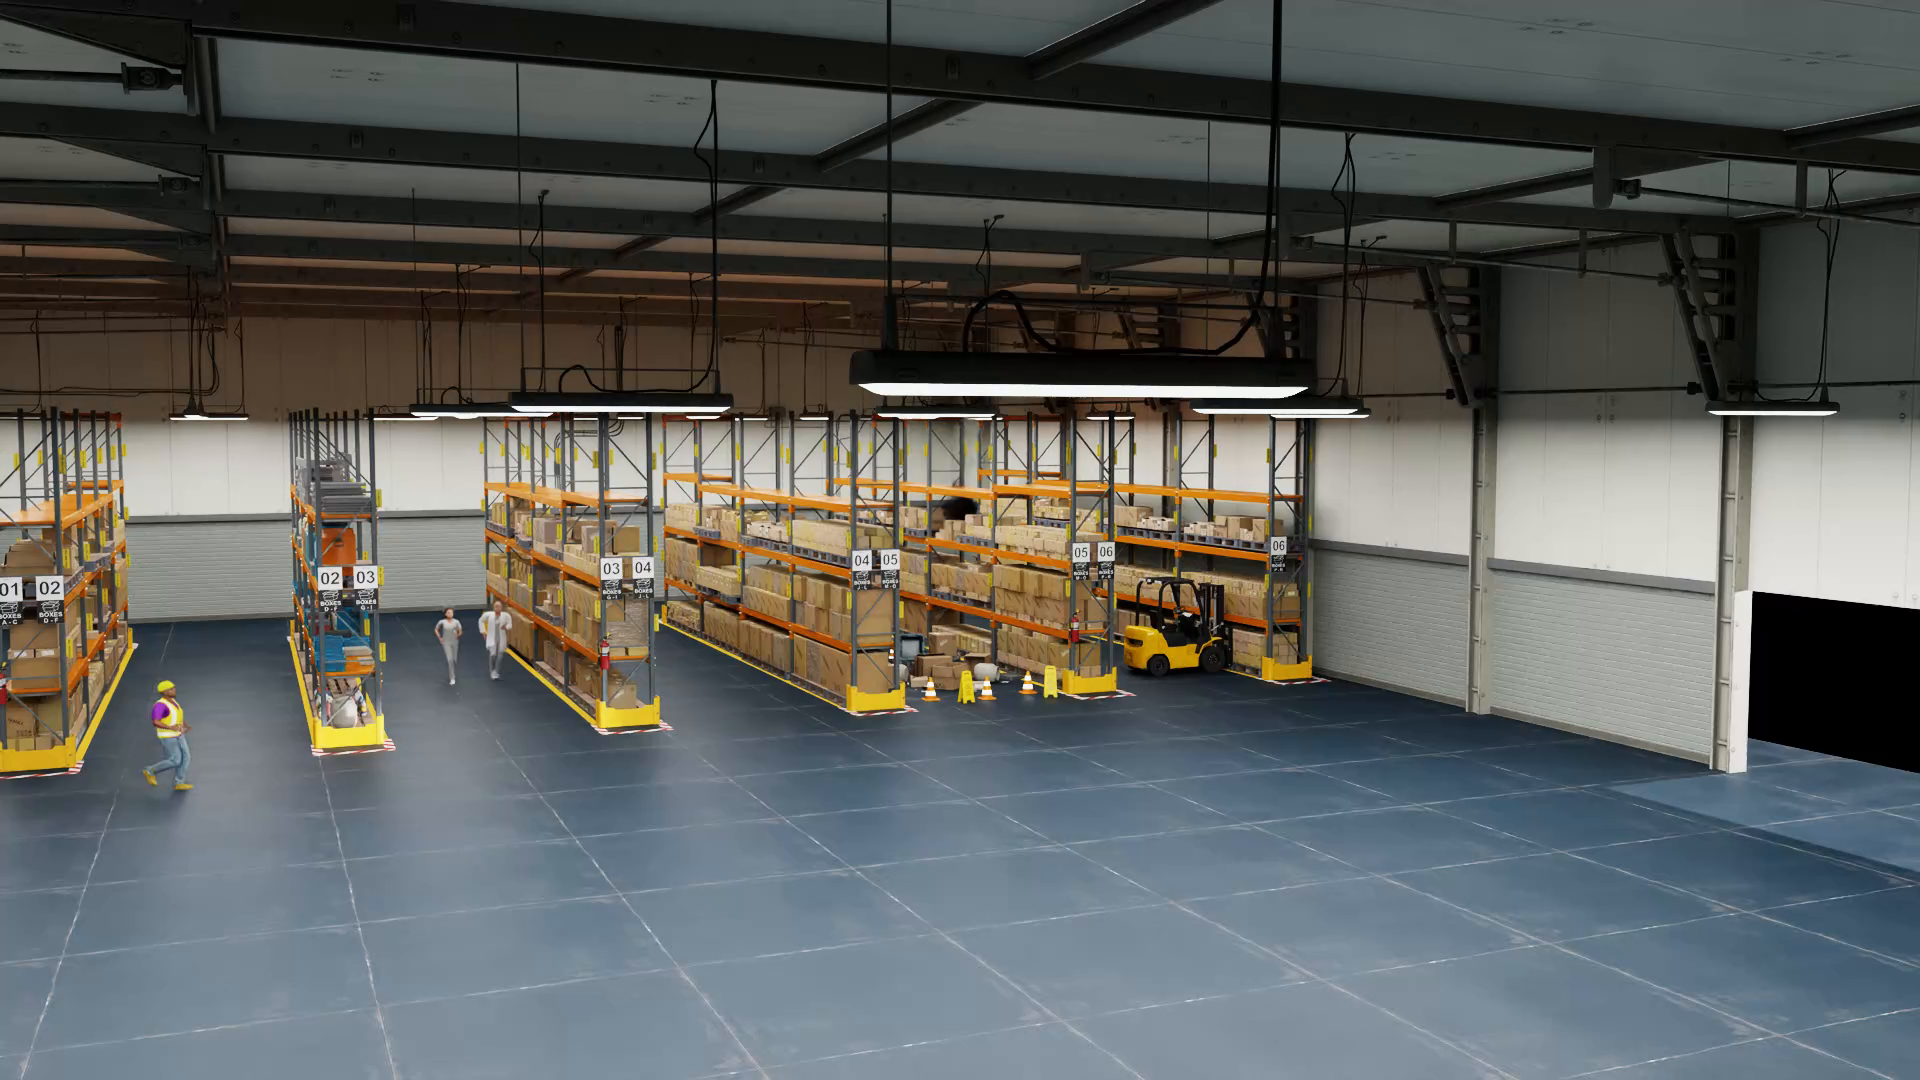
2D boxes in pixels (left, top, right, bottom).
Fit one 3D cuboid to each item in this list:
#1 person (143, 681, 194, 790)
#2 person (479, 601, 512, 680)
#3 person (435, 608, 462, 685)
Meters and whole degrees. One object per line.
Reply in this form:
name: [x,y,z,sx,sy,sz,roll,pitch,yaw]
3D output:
person: [-12.331,3.047,25.910,0.713,1.723,0.707,0,4,-4]
person: [-10.352,2.245,37.139,0.691,1.762,0.799,-2,4,-24]
person: [-11.279,2.320,36.735,0.570,1.672,0.805,-2,5,-28]
